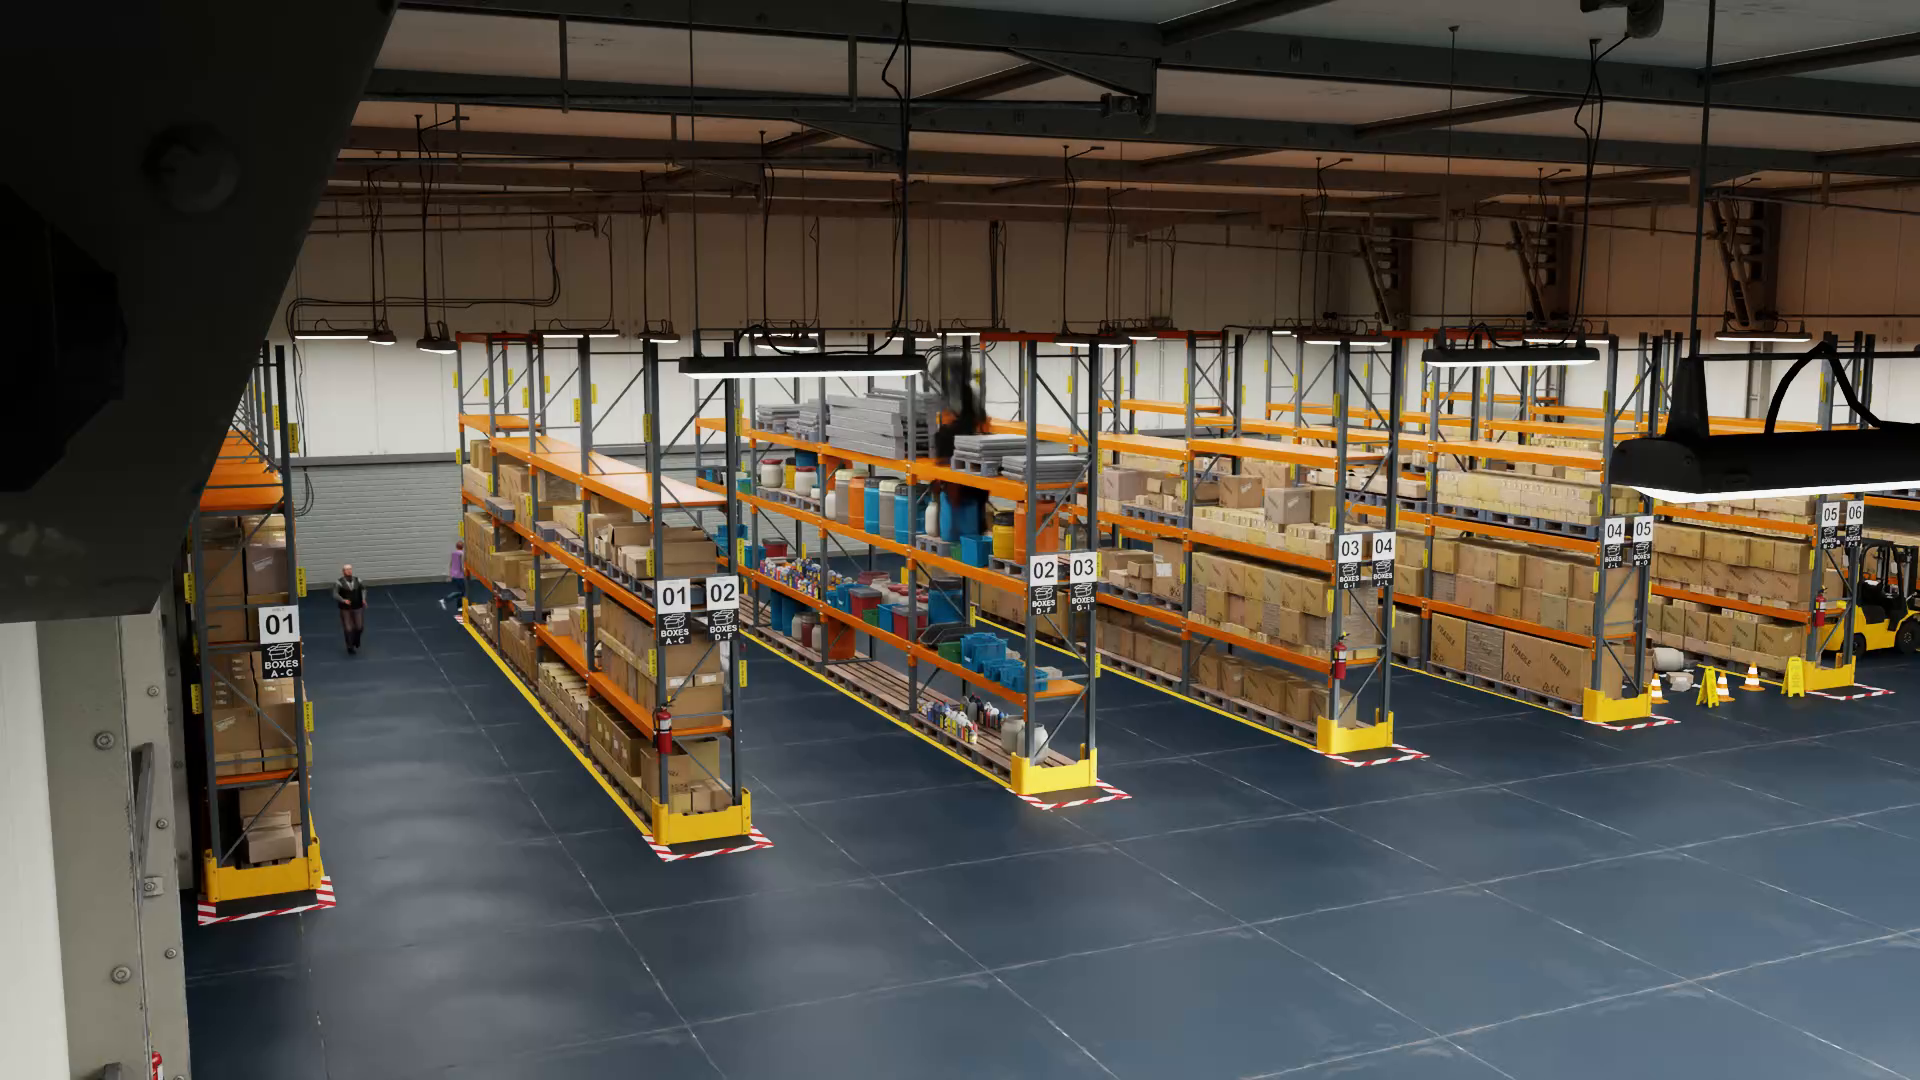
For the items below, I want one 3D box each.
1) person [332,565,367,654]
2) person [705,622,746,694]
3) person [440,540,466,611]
[{"bbox_3d":[-11.409,1.303,31.188,0.652,1.678,0.566,-5,9,-32],"label":"person"},{"bbox_3d":[-3.861,1.802,26.891,0.683,1.618,0.895,-6,10,-37],"label":"person"},{"bbox_3d":[-10.762,0.778,35.405,0.718,1.542,0.417,-7,10,-40],"label":"person"}]
